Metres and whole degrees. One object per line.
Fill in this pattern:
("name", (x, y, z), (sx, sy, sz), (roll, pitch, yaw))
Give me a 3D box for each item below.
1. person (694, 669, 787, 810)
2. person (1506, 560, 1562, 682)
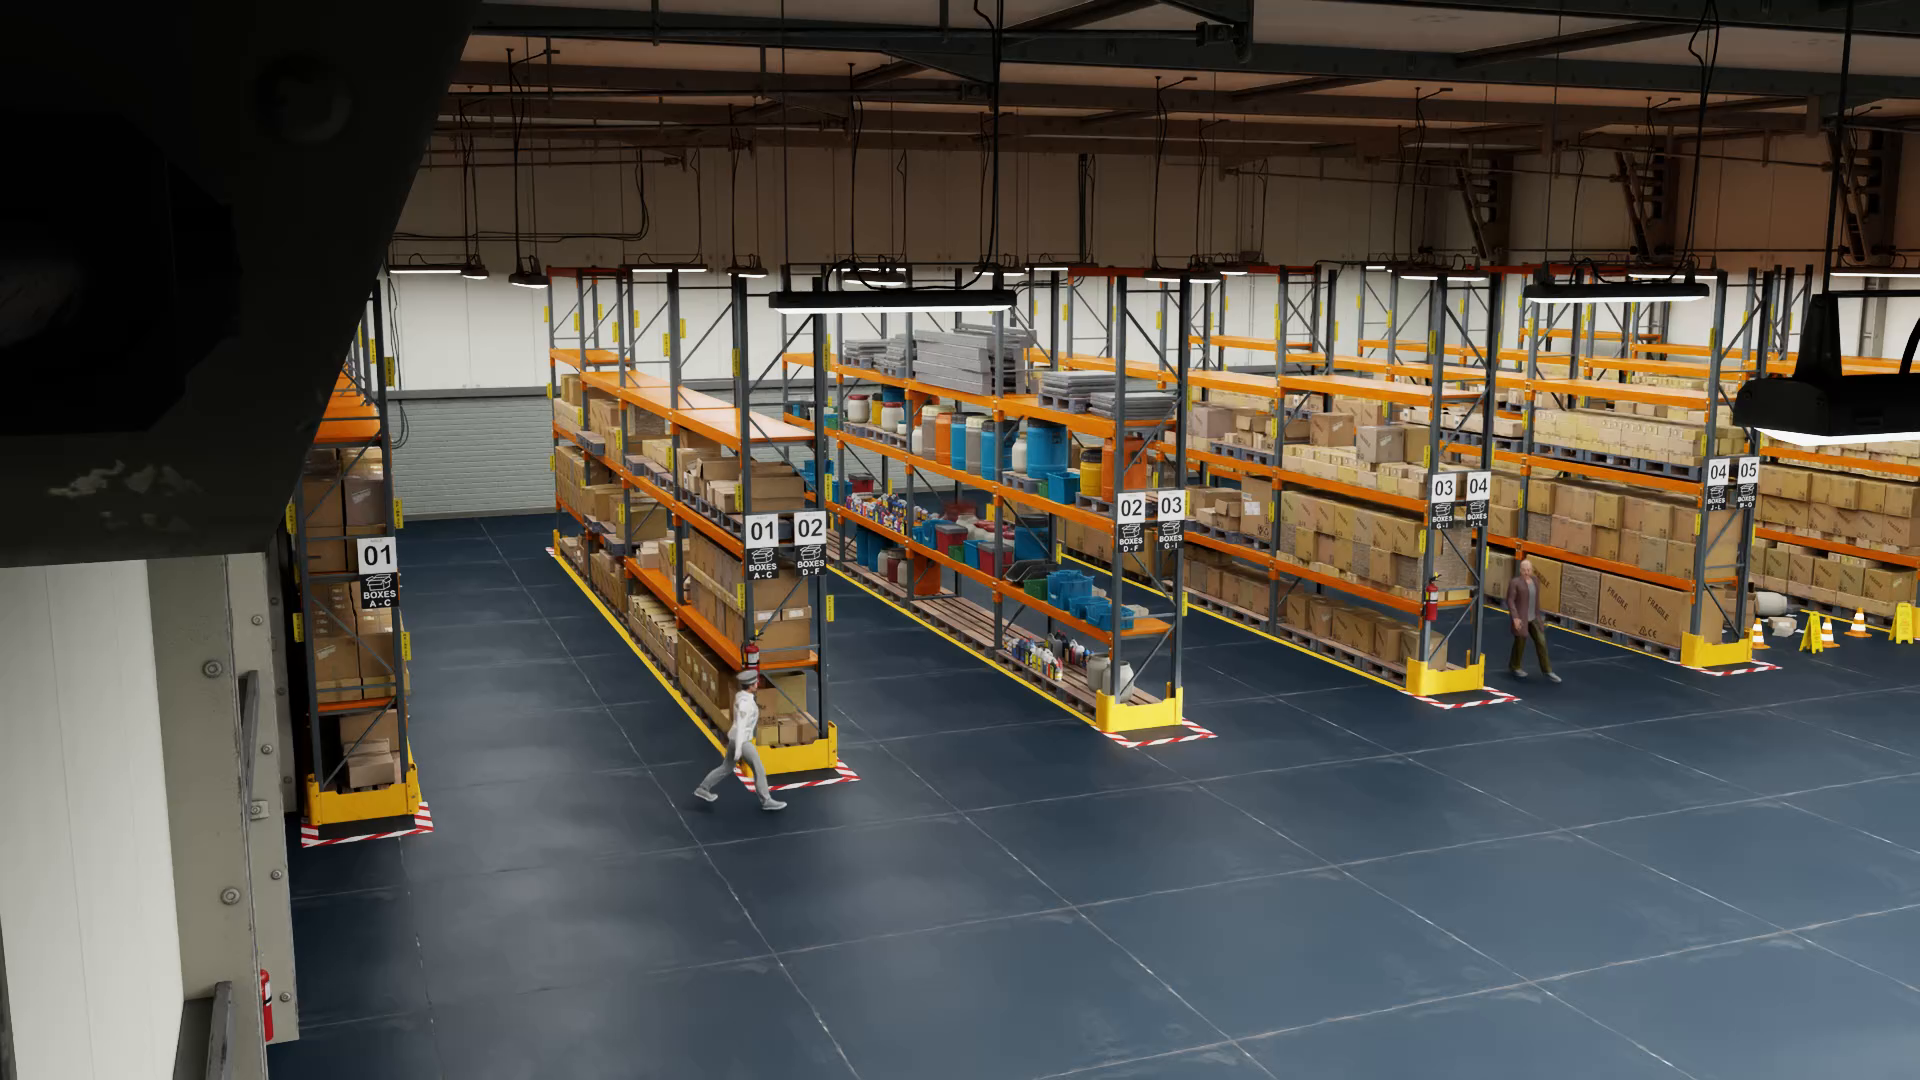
("person", (-2.506, 2.274, 18.944), (1.045, 1.611, 0.501), (0, 10, -2))
("person", (8.465, 1.198, 24.647), (0.659, 1.777, 0.813), (-2, 10, -14))
